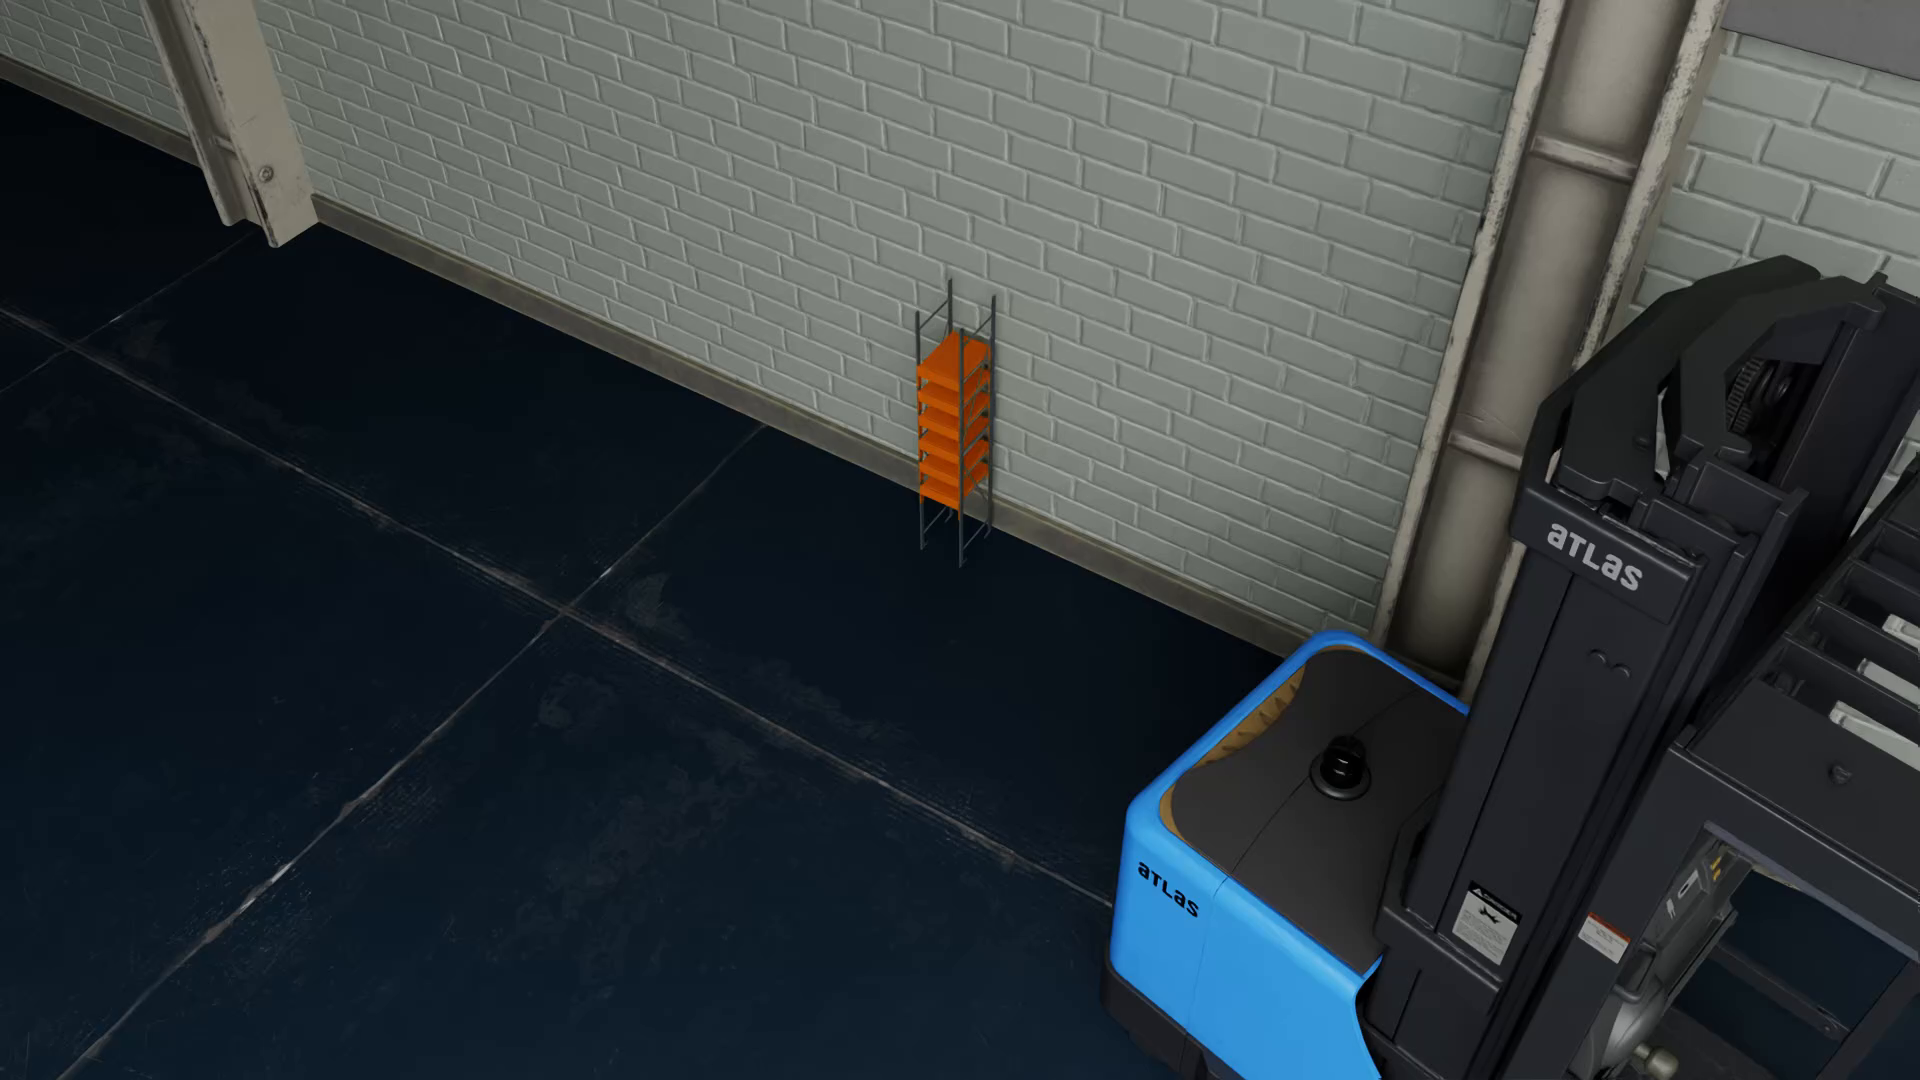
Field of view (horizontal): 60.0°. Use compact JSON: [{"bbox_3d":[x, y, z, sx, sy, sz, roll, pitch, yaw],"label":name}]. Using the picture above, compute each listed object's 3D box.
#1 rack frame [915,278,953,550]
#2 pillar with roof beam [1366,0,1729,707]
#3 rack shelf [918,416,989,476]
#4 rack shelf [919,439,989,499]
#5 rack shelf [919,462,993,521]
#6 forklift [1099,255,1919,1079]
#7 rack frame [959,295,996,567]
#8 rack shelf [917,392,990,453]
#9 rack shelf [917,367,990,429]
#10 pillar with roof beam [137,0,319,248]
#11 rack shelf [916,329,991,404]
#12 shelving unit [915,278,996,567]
[{"bbox_3d":[-0.093,-0.452,6.352,0.006,1.200,0.240,24,50,21],"label":"rack frame"},{"bbox_3d":[-0.703,0.190,0.290,0.400,9.000,9.100,25,51,22],"label":"pillar with roof beam"},{"bbox_3d":[-0.015,-0.386,6.351,0.180,0.103,0.258,24,50,21],"label":"rack shelf"},{"bbox_3d":[-0.015,-0.303,6.437,0.180,0.103,0.258,24,50,21],"label":"rack shelf"},{"bbox_3d":[-0.015,-0.219,6.523,0.180,0.103,0.258,24,50,21],"label":"rack shelf"},{"bbox_3d":[1.843,0.958,3.776,3.031,2.935,1.130,35,55,29],"label":"forklift"},{"bbox_3d":[0.063,-0.383,6.285,0.006,1.200,0.240,24,50,21],"label":"rack frame"},{"bbox_3d":[-0.015,-0.470,6.265,0.180,0.103,0.258,24,50,21],"label":"rack shelf"},{"bbox_3d":[-0.015,-0.554,6.179,0.180,0.103,0.258,24,50,21],"label":"rack shelf"},{"bbox_3d":[-5.754,-2.133,2.548,0.400,9.000,9.100,25,51,22],"label":"pillar with roof beam"},{"bbox_3d":[-0.015,-0.637,6.093,0.180,0.103,0.258,24,50,21],"label":"rack shelf"},{"bbox_3d":[-0.015,-0.417,6.319,0.189,1.200,0.258,24,50,21],"label":"shelving unit"}]
